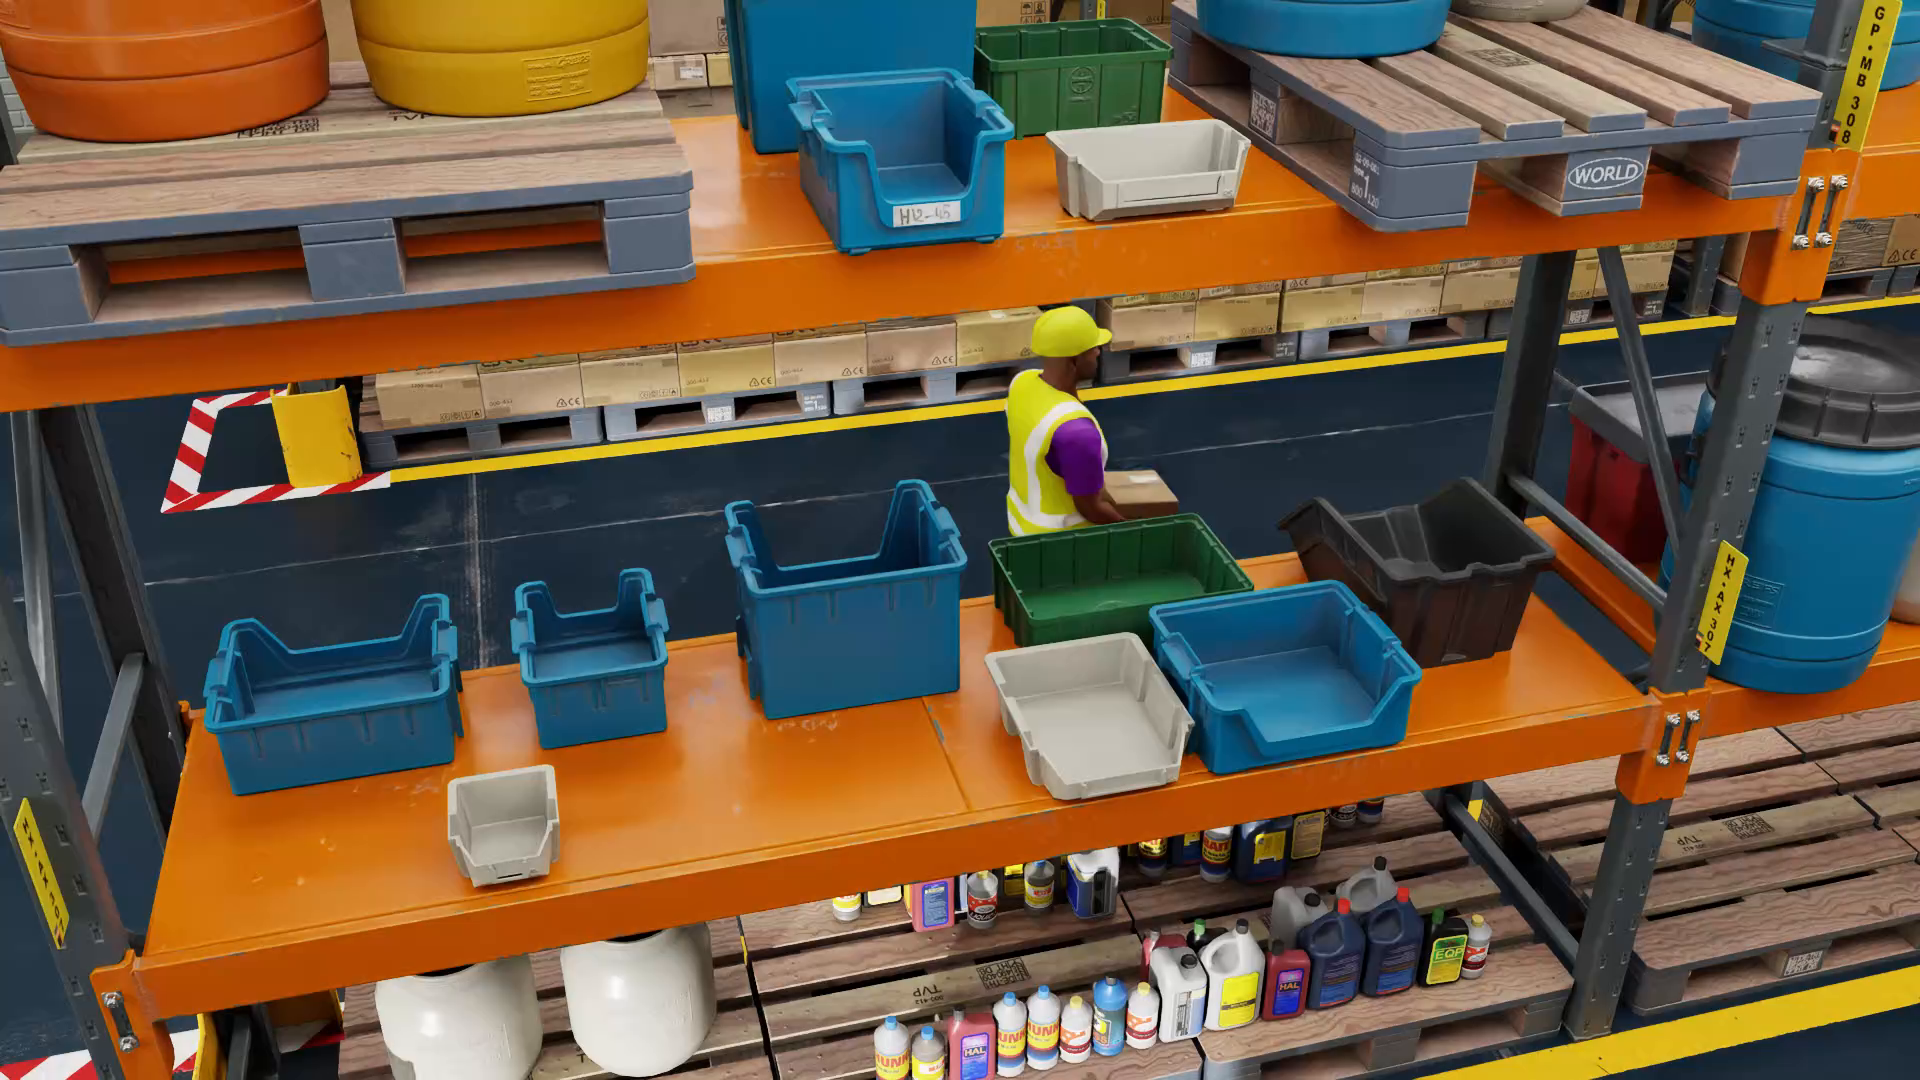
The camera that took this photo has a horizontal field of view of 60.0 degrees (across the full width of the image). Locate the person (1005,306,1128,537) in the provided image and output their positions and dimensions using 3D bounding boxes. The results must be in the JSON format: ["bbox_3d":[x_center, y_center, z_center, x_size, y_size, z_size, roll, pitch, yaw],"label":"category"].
[{"bbox_3d":[0.438,-0.034,6.164,0.520,1.769,0.558,-8,31,-13],"label":"person"}]
